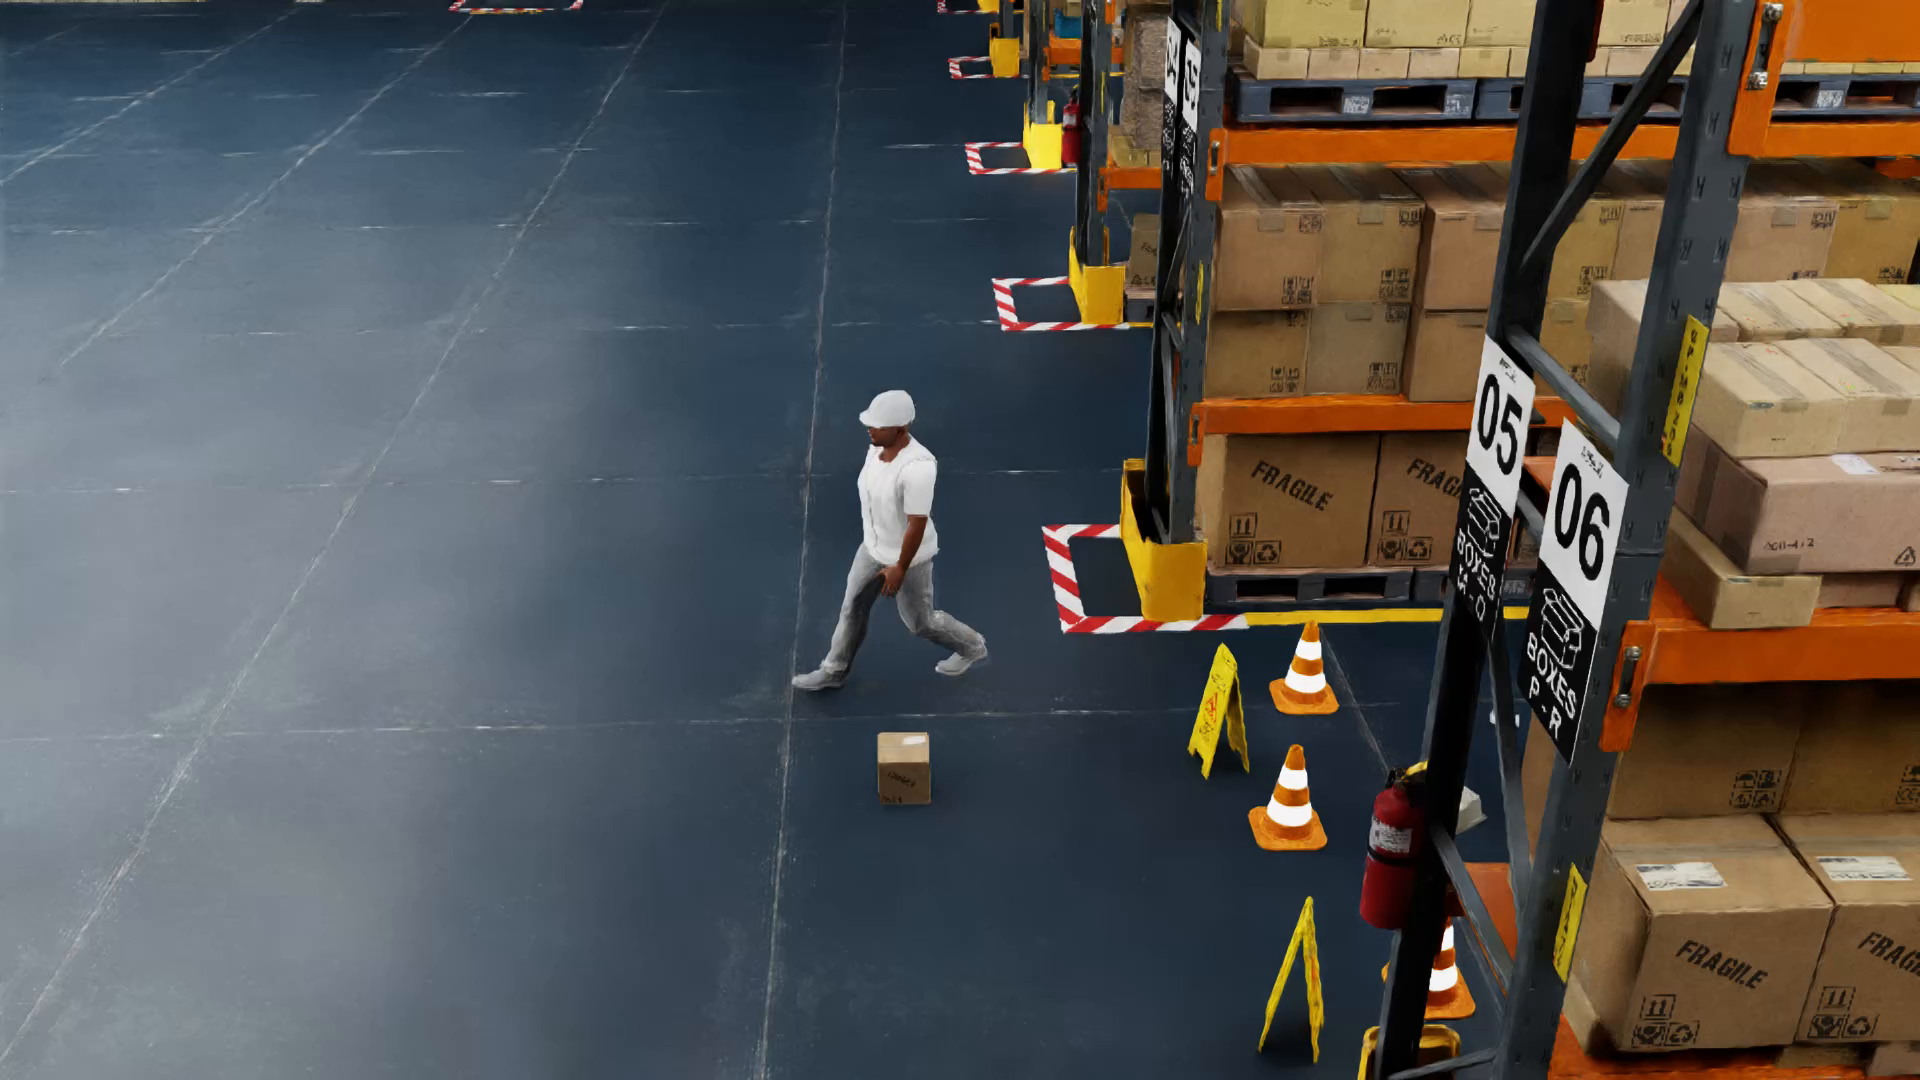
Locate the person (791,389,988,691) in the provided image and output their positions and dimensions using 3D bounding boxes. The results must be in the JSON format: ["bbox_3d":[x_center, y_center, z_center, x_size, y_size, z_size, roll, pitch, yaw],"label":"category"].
[{"bbox_3d":[-0.358,0.033,8.561,0.968,1.726,0.618,-20,33,-33],"label":"person"}]
